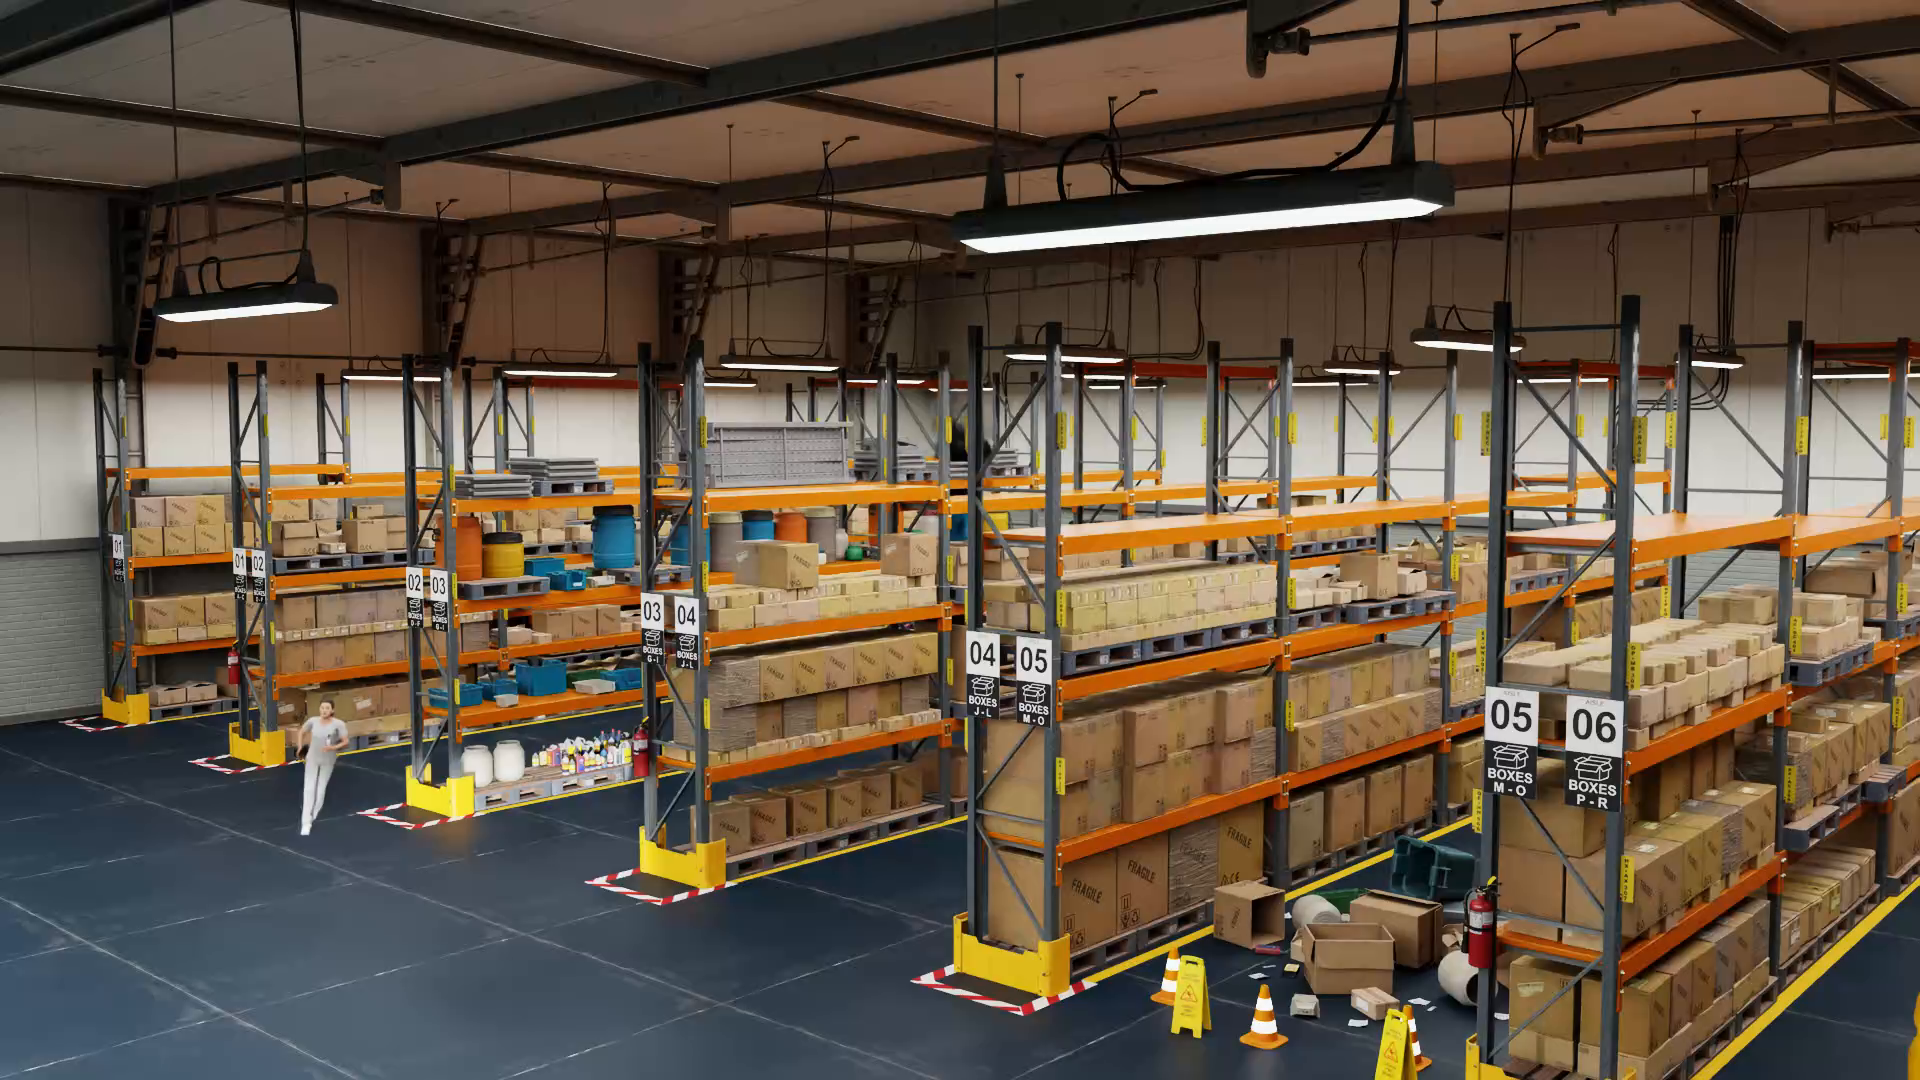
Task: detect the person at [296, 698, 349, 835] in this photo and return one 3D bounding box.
[{"bbox_3d":[-8.023,2.816,20.979,0.619,1.635,0.829,-1,4,-14],"label":"person"}]

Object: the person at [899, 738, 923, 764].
[{"bbox_3d":[-0.726,2.588,23.639,0.583,1.641,0.684,3,5,34],"label":"person"}]
